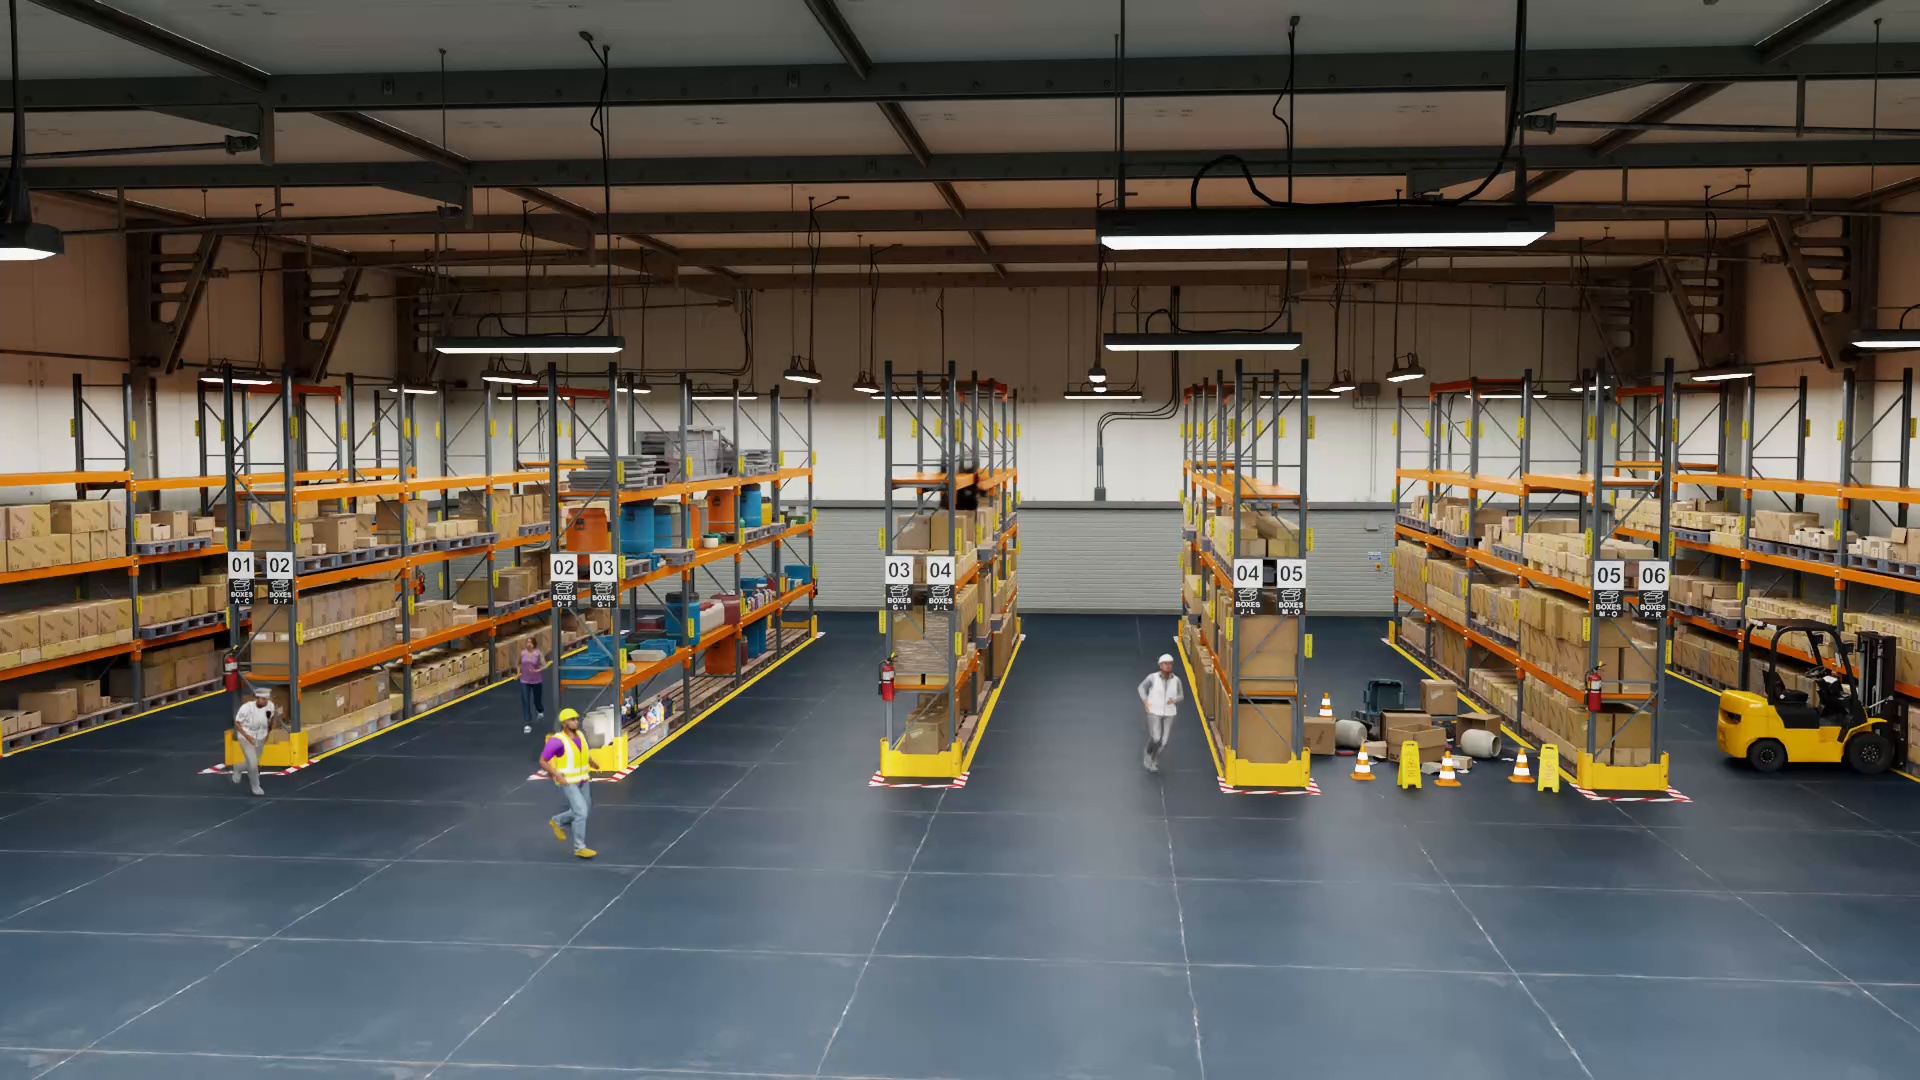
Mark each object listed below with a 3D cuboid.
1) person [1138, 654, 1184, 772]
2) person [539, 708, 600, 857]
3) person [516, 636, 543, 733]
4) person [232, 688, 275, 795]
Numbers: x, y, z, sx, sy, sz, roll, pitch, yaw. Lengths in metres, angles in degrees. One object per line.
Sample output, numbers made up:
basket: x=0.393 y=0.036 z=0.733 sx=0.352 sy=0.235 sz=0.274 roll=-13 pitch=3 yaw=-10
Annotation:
person: x=2.967 y=2.538 z=24.324 sx=0.631 sy=1.733 sz=0.567 roll=-1 pitch=4 yaw=-10
person: x=-4.603 y=2.848 z=19.622 sx=0.795 sy=1.733 sz=0.711 roll=2 pitch=4 yaw=29
person: x=-7.173 y=2.384 z=27.753 sx=0.495 sy=1.569 sz=0.823 roll=0 pitch=4 yaw=-2
person: x=-9.776 y=2.764 z=22.994 sx=0.895 sy=1.517 sz=0.571 roll=3 pitch=5 yaw=41
